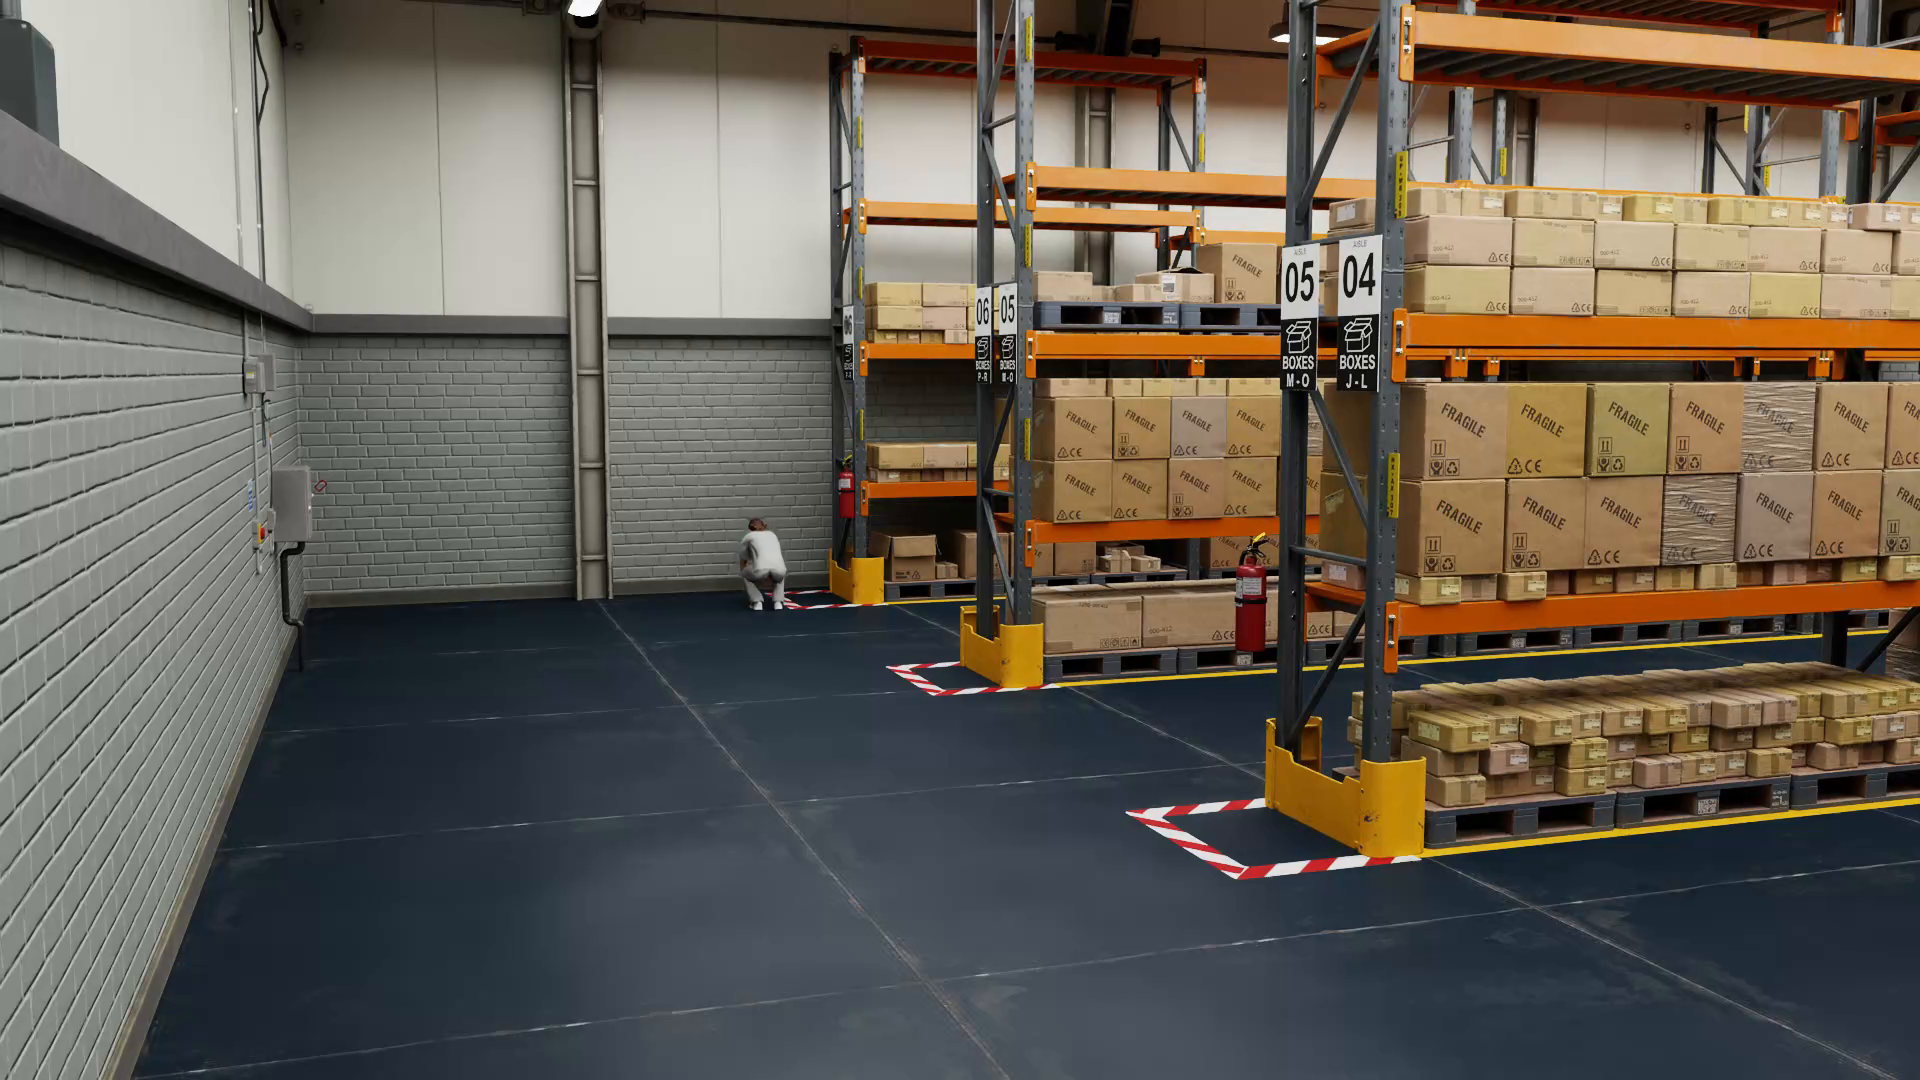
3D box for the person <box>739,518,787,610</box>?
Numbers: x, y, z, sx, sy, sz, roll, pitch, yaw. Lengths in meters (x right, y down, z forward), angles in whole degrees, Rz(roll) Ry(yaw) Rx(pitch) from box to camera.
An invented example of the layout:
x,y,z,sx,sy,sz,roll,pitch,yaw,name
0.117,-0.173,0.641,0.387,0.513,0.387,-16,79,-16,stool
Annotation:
x,y,z,sx,sy,sz,roll,pitch,yaw,name
-2.097,0.254,17.701,0.486,0.938,0.811,-1,6,-14,person
